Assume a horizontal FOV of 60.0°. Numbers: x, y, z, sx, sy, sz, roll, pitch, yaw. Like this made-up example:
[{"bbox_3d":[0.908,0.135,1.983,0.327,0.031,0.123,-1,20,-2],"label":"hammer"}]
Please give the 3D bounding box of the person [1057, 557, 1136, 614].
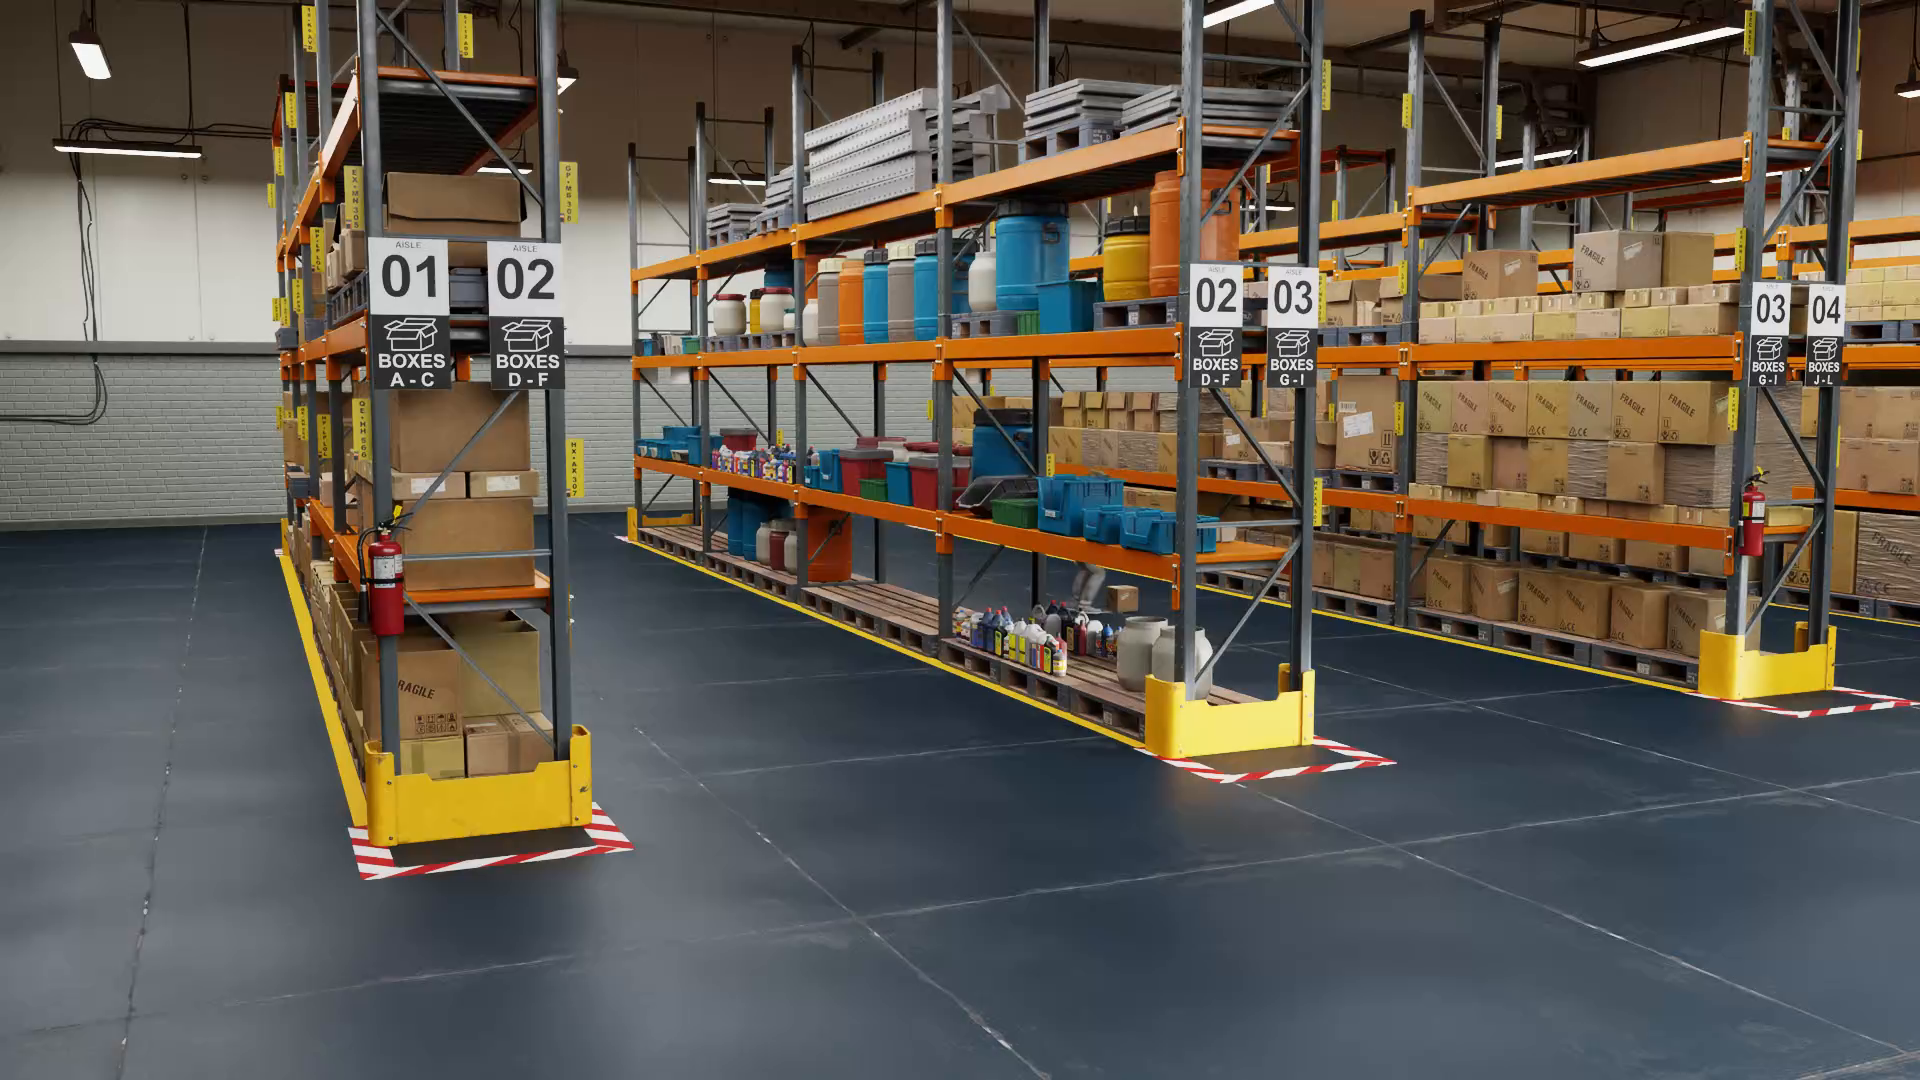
[{"bbox_3d":[1.468,0.407,17.671,0.913,0.757,0.448,-3,6,-25],"label":"person"}]
